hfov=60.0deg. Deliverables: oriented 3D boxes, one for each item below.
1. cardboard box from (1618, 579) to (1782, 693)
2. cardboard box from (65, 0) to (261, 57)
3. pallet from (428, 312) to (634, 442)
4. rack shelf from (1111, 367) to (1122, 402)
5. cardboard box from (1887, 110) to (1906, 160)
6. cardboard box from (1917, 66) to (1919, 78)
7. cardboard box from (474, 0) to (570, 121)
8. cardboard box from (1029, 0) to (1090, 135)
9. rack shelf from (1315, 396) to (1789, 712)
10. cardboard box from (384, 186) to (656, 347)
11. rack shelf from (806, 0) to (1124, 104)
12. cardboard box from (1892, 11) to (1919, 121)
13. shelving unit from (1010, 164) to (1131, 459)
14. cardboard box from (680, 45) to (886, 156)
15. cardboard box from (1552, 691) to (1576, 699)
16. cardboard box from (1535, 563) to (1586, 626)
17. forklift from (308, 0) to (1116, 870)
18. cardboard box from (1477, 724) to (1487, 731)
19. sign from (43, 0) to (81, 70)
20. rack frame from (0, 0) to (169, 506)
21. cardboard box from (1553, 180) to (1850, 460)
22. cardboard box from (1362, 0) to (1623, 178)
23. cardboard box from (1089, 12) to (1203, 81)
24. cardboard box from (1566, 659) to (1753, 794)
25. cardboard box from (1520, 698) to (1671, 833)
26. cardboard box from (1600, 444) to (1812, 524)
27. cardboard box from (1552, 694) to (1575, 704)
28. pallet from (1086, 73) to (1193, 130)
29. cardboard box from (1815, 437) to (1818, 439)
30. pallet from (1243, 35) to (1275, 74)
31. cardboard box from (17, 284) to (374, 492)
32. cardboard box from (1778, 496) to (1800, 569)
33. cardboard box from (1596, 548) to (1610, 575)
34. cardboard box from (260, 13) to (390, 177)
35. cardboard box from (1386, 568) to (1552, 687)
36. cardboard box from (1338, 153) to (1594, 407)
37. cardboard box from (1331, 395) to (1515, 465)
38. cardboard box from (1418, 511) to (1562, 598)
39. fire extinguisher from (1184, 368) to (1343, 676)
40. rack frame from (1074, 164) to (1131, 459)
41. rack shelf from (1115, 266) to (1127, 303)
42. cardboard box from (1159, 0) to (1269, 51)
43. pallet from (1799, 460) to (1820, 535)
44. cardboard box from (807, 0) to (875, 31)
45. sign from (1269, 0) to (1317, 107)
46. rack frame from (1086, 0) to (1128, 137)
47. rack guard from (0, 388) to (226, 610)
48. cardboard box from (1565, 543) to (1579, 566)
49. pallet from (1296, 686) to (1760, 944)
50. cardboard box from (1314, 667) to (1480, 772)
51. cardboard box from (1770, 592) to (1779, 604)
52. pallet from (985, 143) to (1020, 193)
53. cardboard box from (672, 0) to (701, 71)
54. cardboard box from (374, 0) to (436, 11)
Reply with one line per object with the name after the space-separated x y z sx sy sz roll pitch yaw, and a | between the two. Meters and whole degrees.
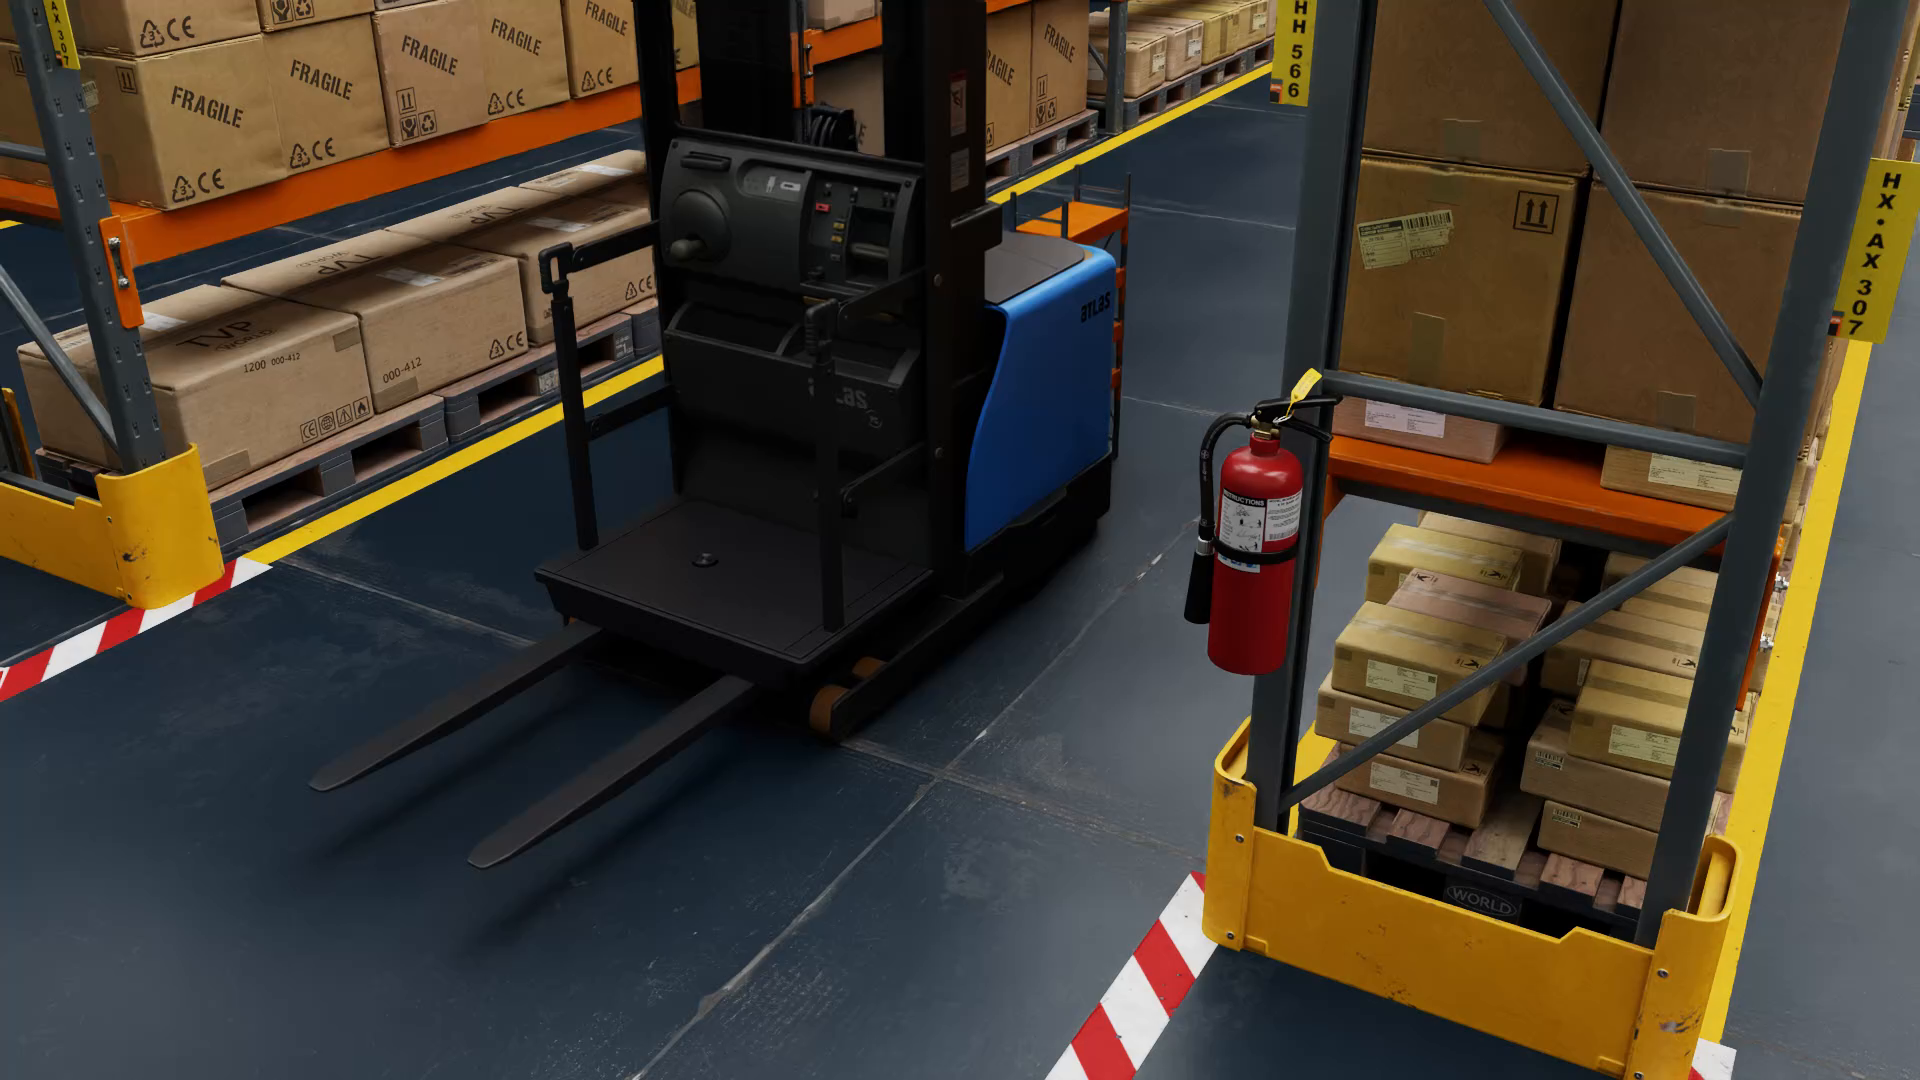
1.971 0.245 4.460 0.380 0.149 0.250 14 30 26 | cardboard box
-2.724 -1.909 5.484 0.500 0.500 0.500 13 30 25 | cardboard box
-2.282 -0.849 7.710 1.003 0.211 1.213 14 30 26 | pallet
0.421 -0.574 6.650 0.258 0.148 0.480 16 31 29 | rack shelf
2.625 -1.333 5.117 0.500 0.500 0.500 14 30 26 | cardboard box
3.713 -1.929 6.564 0.380 0.149 0.250 13 29 24 | cardboard box
-2.000 -2.058 6.899 0.500 0.500 0.500 15 30 28 | cardboard box
0.315 -3.398 11.591 0.875 0.875 0.875 14 30 26 | cardboard box
2.135 -0.700 5.102 1.077 0.370 4.000 14 30 26 | rack shelf
-2.082 -1.324 7.937 0.875 0.438 0.875 13 29 25 | cardboard box
-0.256 -3.310 10.315 1.077 0.370 4.000 14 30 26 | rack shelf
1.846 -1.182 3.699 0.500 0.500 0.500 15 30 28 | cardboard box
0.421 -0.812 6.532 0.258 1.200 0.503 16 31 29 | shelving unit
-1.005 -2.349 9.496 0.875 0.875 0.875 15 30 28 | cardboard box
1.860 0.355 4.574 0.380 0.149 0.250 15 30 27 | cardboard box
1.638 0.158 4.967 0.380 0.149 0.250 14 30 25 | cardboard box
-0.647 -0.946 4.866 1.130 2.935 3.031 16 31 29 | forklift
1.267 0.471 4.674 0.380 0.149 0.250 15 30 28 | cardboard box
-2.728 -1.591 5.022 0.100 0.325 0.005 14 30 26 | sign
-3.208 -1.293 5.482 1.000 3.000 0.127 14 30 26 | rack frame
1.613 -0.534 3.522 0.500 0.500 0.500 16 31 28 | cardboard box
1.160 -1.100 3.536 0.500 0.500 0.500 14 30 25 | cardboard box
1.370 -3.931 13.218 0.950 0.372 0.625 14 30 25 | cardboard box
1.705 0.449 4.053 0.380 0.149 0.250 13 29 24 | cardboard box
1.633 0.564 4.156 0.380 0.149 0.250 16 31 28 | cardboard box
1.596 -0.184 3.548 0.380 0.149 0.250 14 30 26 | cardboard box
1.861 0.493 4.631 0.380 0.149 0.250 15 30 27 | cardboard box
1.113 -3.468 12.942 1.003 0.211 1.213 14 30 26 | pallet
2.715 -0.368 5.685 0.380 0.149 0.250 13 29 24 | cardboard box
2.314 -4.419 14.842 1.003 0.211 1.213 14 30 26 | pallet
-2.970 -0.614 6.520 0.875 0.438 0.875 13 29 24 | cardboard box
2.335 -0.068 5.086 0.380 0.149 0.250 15 30 27 | cardboard box
2.226 0.039 5.204 0.380 0.149 0.250 16 31 29 | cardboard box
-2.497 -1.665 6.113 0.500 0.500 0.500 14 30 25 | cardboard box
1.365 0.231 4.488 0.380 0.149 0.250 15 30 27 | cardboard box
1.148 -0.652 3.758 0.500 0.500 0.500 15 30 27 | cardboard box
1.066 -0.319 3.818 0.380 0.149 0.250 14 30 26 | cardboard box
1.564 0.015 4.920 0.380 0.149 0.250 13 29 24 | cardboard box
0.626 -0.045 3.491 0.296 0.674 0.183 14 30 26 | fire extinguisher
0.553 -0.904 6.715 0.240 1.200 0.015 16 31 29 | rack frame
0.421 -0.952 6.461 0.258 0.148 0.480 16 31 29 | rack shelf
2.089 -4.497 14.348 0.950 0.372 0.625 16 31 29 | cardboard box
2.820 -0.285 6.583 1.003 0.211 1.213 14 30 26 | pallet
-0.794 -2.898 8.856 0.500 0.250 0.500 13 30 25 | cardboard box
0.678 -1.032 3.313 0.100 0.325 0.005 14 30 26 | sign
0.728 -4.411 11.711 1.000 3.000 0.127 14 30 26 | rack frame
-3.220 -0.166 6.023 1.175 0.500 0.348 14 30 26 | rack guard
1.805 0.073 5.470 0.380 0.149 0.250 15 30 27 | cardboard box
1.619 0.666 4.684 1.003 0.211 1.213 14 30 26 | pallet
1.163 0.443 4.397 0.380 0.149 0.250 13 30 25 | cardboard box
2.323 0.219 5.178 0.380 0.149 0.250 13 29 24 | cardboard box
-0.327 -2.400 10.808 1.003 0.211 1.213 14 30 26 | pallet
-1.494 -2.458 7.698 0.500 0.500 0.500 13 30 25 | cardboard box
-2.229 -2.315 6.294 0.500 0.500 0.500 14 30 26 | cardboard box
